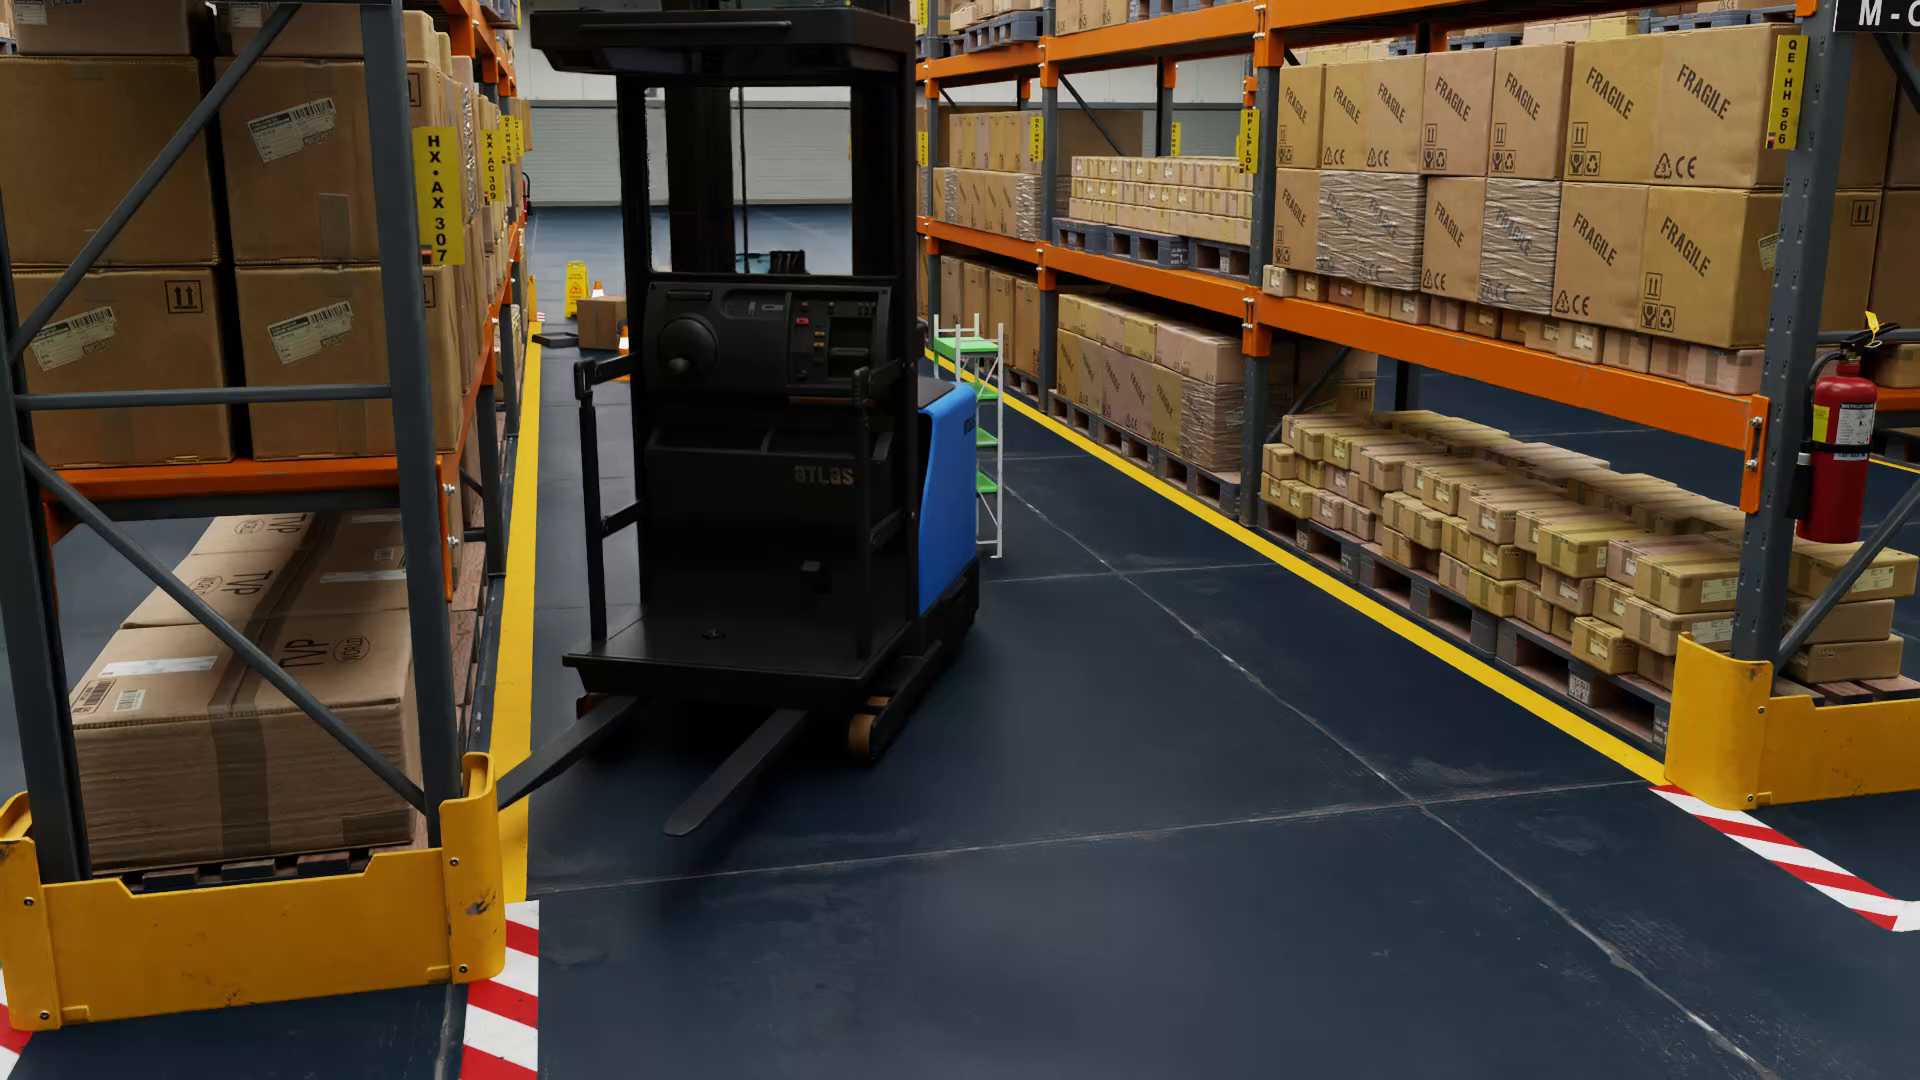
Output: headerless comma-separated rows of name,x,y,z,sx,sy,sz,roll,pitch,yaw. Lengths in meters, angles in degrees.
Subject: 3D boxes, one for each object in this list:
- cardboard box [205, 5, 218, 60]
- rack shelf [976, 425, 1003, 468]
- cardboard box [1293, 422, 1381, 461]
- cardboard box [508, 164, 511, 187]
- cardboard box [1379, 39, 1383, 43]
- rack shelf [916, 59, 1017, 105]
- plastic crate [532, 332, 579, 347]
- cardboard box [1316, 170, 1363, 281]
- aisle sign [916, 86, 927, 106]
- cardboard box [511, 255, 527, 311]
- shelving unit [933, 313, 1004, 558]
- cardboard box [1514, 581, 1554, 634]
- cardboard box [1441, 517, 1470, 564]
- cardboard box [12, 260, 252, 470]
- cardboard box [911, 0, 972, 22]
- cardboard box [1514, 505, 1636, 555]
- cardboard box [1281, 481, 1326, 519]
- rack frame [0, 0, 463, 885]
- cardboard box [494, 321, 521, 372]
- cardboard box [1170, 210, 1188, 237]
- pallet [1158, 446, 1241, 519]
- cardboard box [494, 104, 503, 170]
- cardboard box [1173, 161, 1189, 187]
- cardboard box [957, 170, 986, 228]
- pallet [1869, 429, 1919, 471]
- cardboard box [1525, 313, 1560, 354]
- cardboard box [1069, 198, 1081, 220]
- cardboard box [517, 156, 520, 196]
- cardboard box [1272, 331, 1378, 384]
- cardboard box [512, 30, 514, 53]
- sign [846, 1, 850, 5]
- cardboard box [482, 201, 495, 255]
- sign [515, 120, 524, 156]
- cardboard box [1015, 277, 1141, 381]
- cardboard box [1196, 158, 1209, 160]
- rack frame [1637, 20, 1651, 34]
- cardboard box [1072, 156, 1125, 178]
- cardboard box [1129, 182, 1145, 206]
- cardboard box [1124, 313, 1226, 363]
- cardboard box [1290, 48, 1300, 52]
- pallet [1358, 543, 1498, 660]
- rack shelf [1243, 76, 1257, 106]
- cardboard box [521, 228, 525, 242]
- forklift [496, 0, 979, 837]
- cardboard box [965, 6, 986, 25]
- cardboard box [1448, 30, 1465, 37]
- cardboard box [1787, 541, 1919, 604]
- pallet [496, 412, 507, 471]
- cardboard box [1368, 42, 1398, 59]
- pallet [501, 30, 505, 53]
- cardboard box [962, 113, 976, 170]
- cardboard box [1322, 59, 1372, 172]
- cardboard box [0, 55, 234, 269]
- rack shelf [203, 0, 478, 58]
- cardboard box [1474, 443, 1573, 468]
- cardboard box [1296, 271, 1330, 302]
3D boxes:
cardboard box,-2.155,-1.315,4.306,0.380,0.149,0.250,-3,14,-12
rack shelf,0.039,-0.483,8.644,0.258,0.148,0.480,-3,14,-13
cardboard box,1.942,-0.509,8.559,0.380,0.149,0.250,-3,14,-10
cardboard box,-4.162,-3.294,14.368,0.500,0.500,0.500,-3,14,-13
cardboard box,4.690,-5.361,17.706,0.380,0.149,0.250,-3,14,-13
rack shelf,-0.293,-4.973,18.159,1.077,0.370,4.000,-3,14,-13
plastic crate,-4.183,-2.095,17.333,0.402,0.080,0.583,-9,16,-33
cardboard box,2.050,-1.510,7.950,0.500,0.500,0.500,-3,14,-13
aisle sign,-0.488,-5.623,20.145,0.394,0.787,0.004,-3,14,-13
cardboard box,-4.487,-2.489,16.123,0.500,0.500,0.500,-3,14,-11
shelving unit,0.039,-0.545,8.628,0.258,1.200,0.503,-3,14,-13
cardboard box,2.461,0.259,6.667,0.380,0.149,0.250,-3,14,-13
cardboard box,2.294,-0.004,7.120,0.380,0.149,0.250,-3,14,-10
cardboard box,-2.163,-0.482,4.369,0.500,0.500,0.500,-3,14,-13
cardboard box,-0.188,-5.285,16.513,0.500,0.250,0.500,-3,14,-14
cardboard box,2.438,-0.029,6.595,0.380,0.149,0.250,-4,14,-15
cardboard box,1.891,-0.215,8.608,0.380,0.149,0.250,-3,14,-12
rack frame,-1.793,-0.337,3.986,1.000,3.000,0.127,-3,14,-13
cardboard box,-4.148,-1.586,13.750,0.950,0.372,0.625,-3,14,-11
cardboard box,1.522,-1.961,10.276,0.380,0.149,0.250,-4,14,-16
pallet,1.871,-0.384,10.053,1.003,0.211,1.213,-3,14,-13
cardboard box,-3.168,-2.494,10.498,0.500,0.500,0.500,-3,14,-12
cardboard box,1.533,-2.251,10.210,0.380,0.149,0.250,-4,14,-15
cardboard box,0.273,-3.085,15.022,0.500,0.500,0.500,-3,14,-13
pallet,6.646,-0.631,11.066,1.003,0.211,1.213,-3,14,-13
cardboard box,2.432,-0.810,6.452,0.380,0.149,0.250,-4,14,-16
cardboard box,1.025,-2.449,12.276,0.380,0.149,0.250,-3,14,-14
cardboard box,-4.689,-3.646,16.694,0.500,0.500,0.500,-3,14,-14
cardboard box,2.139,-1.098,9.903,0.500,0.250,0.500,-4,14,-16
cardboard box,-4.925,-5.218,17.335,0.500,0.250,0.500,-3,14,-12
sign,-1.304,-6.218,19.729,0.100,0.325,0.005,-3,14,-13
cardboard box,-2.562,-1.547,8.201,0.500,0.250,0.500,-4,14,-15
sign,-4.072,-3.699,15.309,0.100,0.325,0.005,-3,14,-13
cardboard box,1.061,-1.738,13.577,1.050,0.750,0.750,-3,14,-14
cardboard box,1.861,-2.585,11.579,0.380,0.149,0.250,-3,14,-12
rack frame,5.961,-2.735,13.801,1.000,3.000,0.127,-3,14,-13
cardboard box,1.037,-2.734,12.189,0.380,0.149,0.250,-3,14,-13
cardboard box,1.338,-2.288,10.991,0.380,0.149,0.250,-3,14,-14
cardboard box,1.389,-1.311,10.775,0.500,0.250,0.500,-4,14,-16
cardboard box,4.116,-5.842,19.675,0.380,0.149,0.250,-3,14,-13
pallet,2.538,0.231,7.538,1.003,0.211,1.213,-3,14,-13
rack shelf,4.552,-5.227,19.196,1.077,0.370,4.000,-3,14,-13
cardboard box,-4.957,-3.324,18.176,0.380,0.149,0.250,-3,14,-12
forklift,-0.751,-0.754,5.836,1.130,2.935,3.031,3,14,13
cardboard box,0.253,-4.654,14.771,0.380,0.149,0.250,-3,14,-13
cardboard box,5.036,-5.255,16.693,0.797,0.503,0.637,-4,14,-16
cardboard box,3.202,0.116,6.001,0.380,0.149,0.250,-4,14,-16
pallet,-3.560,-0.642,11.109,1.003,0.211,1.213,-3,14,-13
cardboard box,4.661,-5.132,17.610,0.500,0.250,0.500,-3,14,-11
pallet,-4.570,-4.323,14.376,1.213,0.211,1.003,-3,14,-13
cardboard box,0.422,-3.706,15.458,0.700,0.500,0.500,-4,14,-14
cardboard box,2.061,-2.001,7.854,0.500,0.500,0.500,-4,14,-15
cardboard box,-2.138,-0.969,4.256,0.500,0.500,0.500,-3,14,-11
rack shelf,-2.263,-1.906,5.604,1.077,0.370,4.000,-3,14,-13
cardboard box,2.695,-0.364,7.966,0.380,0.149,0.250,-4,14,-16
cardboard box,1.937,-1.298,8.448,0.380,0.149,0.250,-3,14,-12
